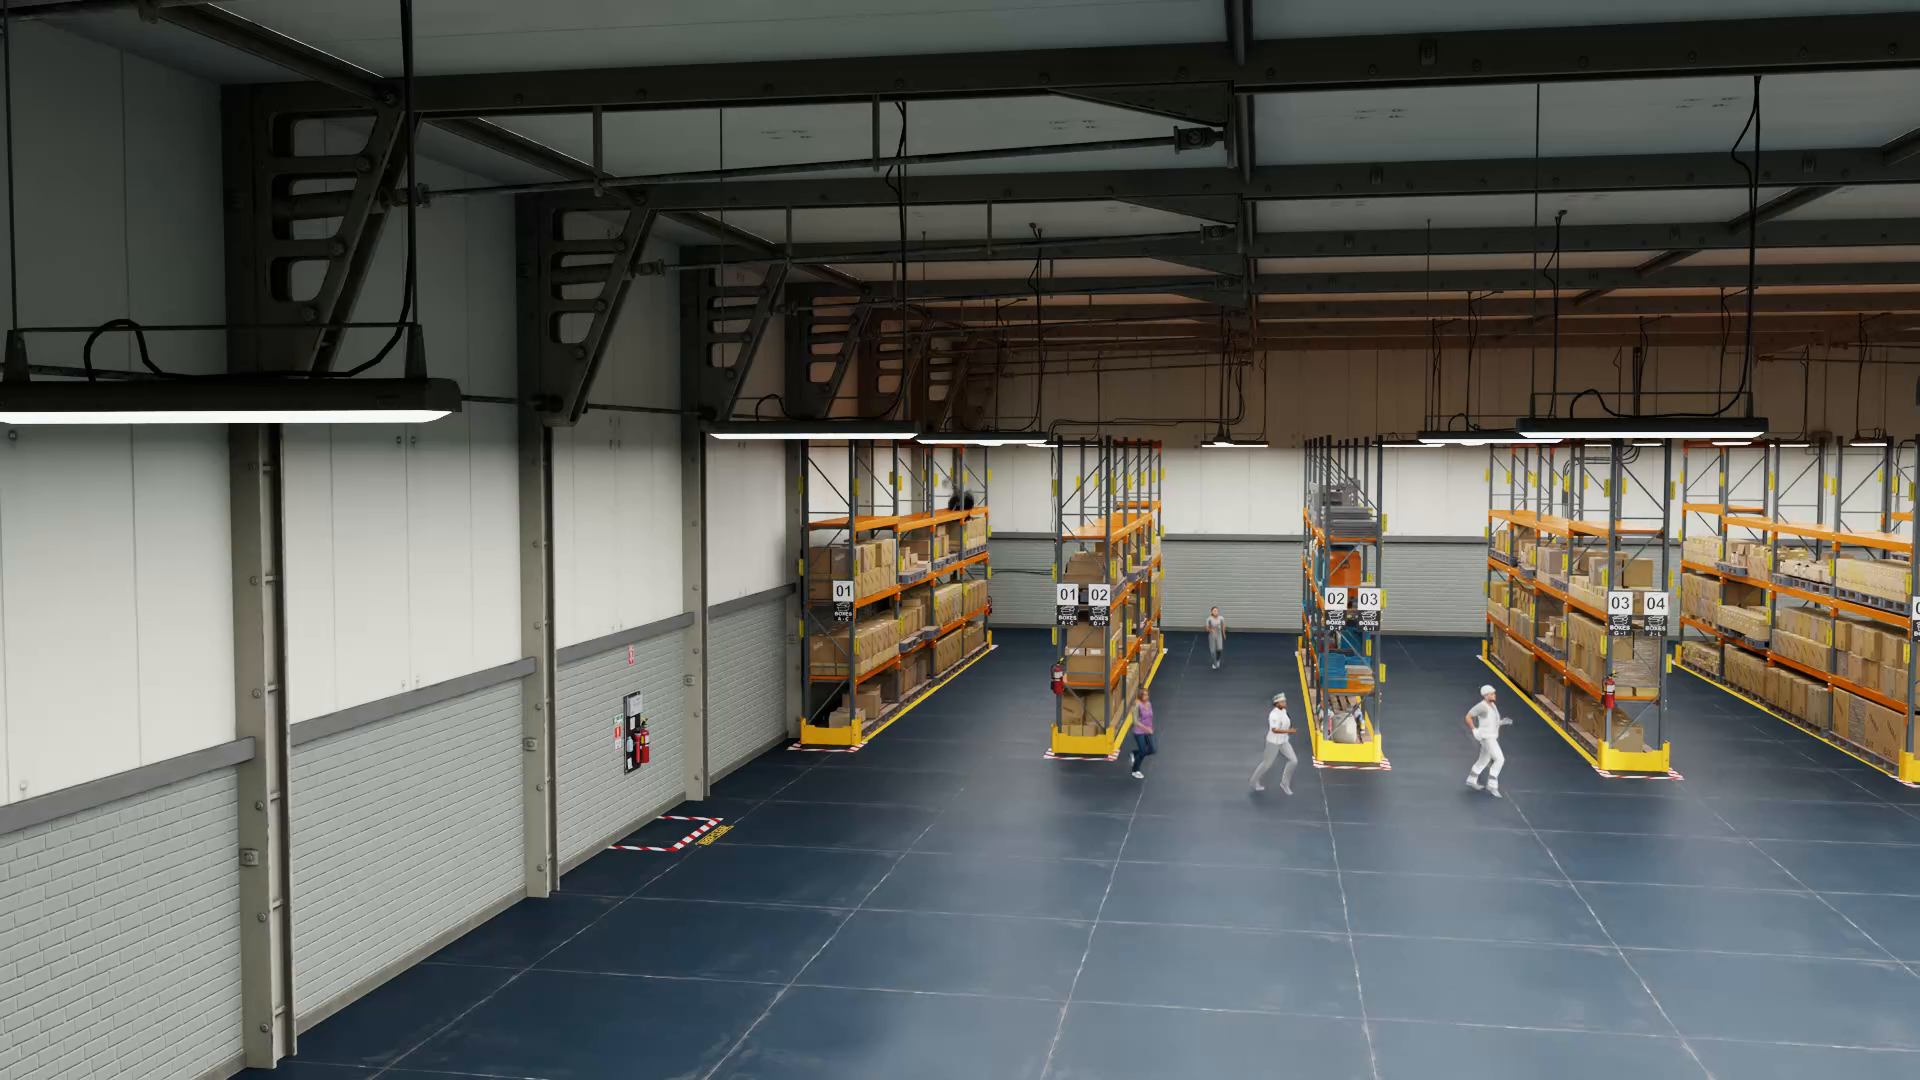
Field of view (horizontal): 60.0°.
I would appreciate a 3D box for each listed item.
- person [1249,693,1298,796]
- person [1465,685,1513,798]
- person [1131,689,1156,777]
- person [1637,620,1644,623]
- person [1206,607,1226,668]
[{"bbox_3d":[5.268,3.385,27.640,0.878,1.733,0.586,3,4,43],"label":"person"},{"bbox_3d":[8.771,3.334,27.608,0.771,1.844,0.645,2,4,35],"label":"person"},{"bbox_3d":[3.212,3.381,29.093,0.566,1.556,0.603,-3,4,-42],"label":"person"},{"bbox_3d":[18.438,2.420,45.267,0.609,1.711,0.698,-2,4,-29],"label":"person"},{"bbox_3d":[6.677,2.548,43.411,0.525,1.626,0.701,0,3,2],"label":"person"}]
